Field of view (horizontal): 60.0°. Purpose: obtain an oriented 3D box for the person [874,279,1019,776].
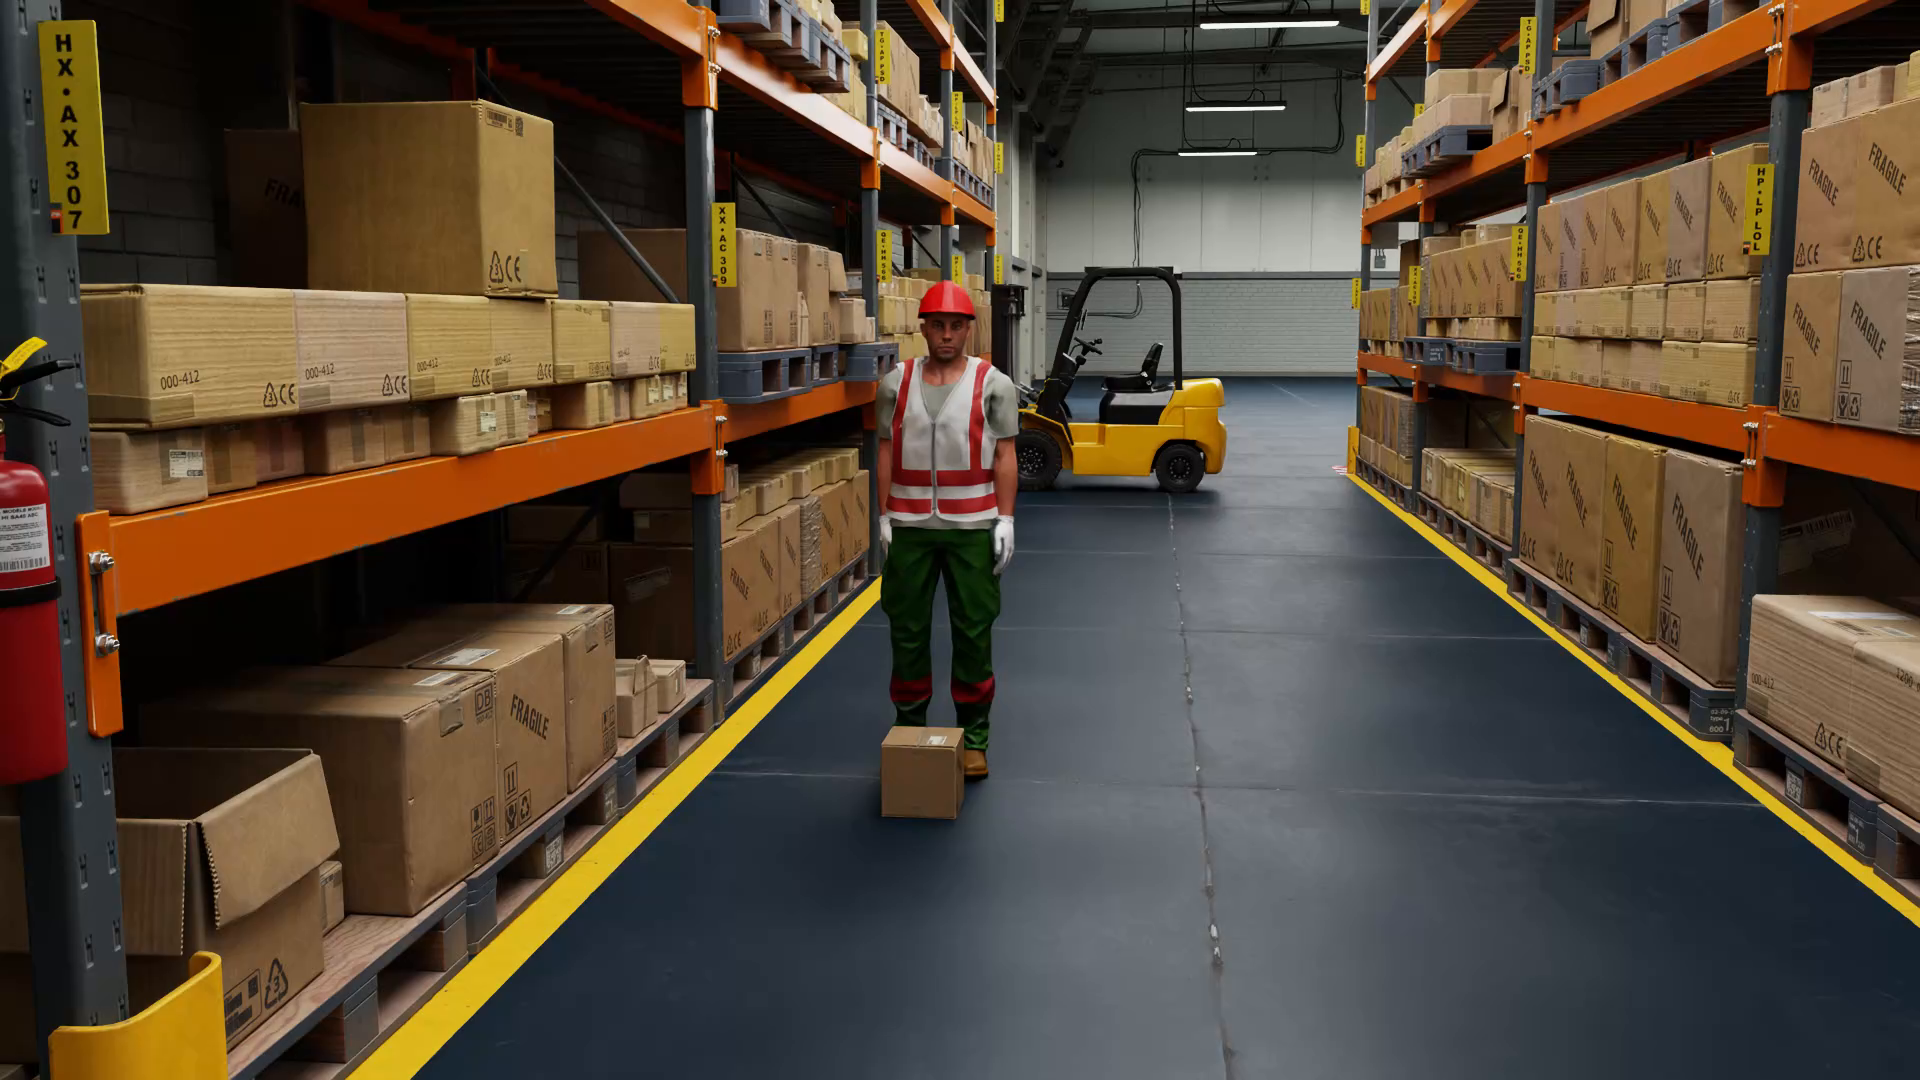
[{"bbox_3d":[-0.053,-0.037,6.004,0.526,1.785,0.339,1,8,7],"label":"person"}]
